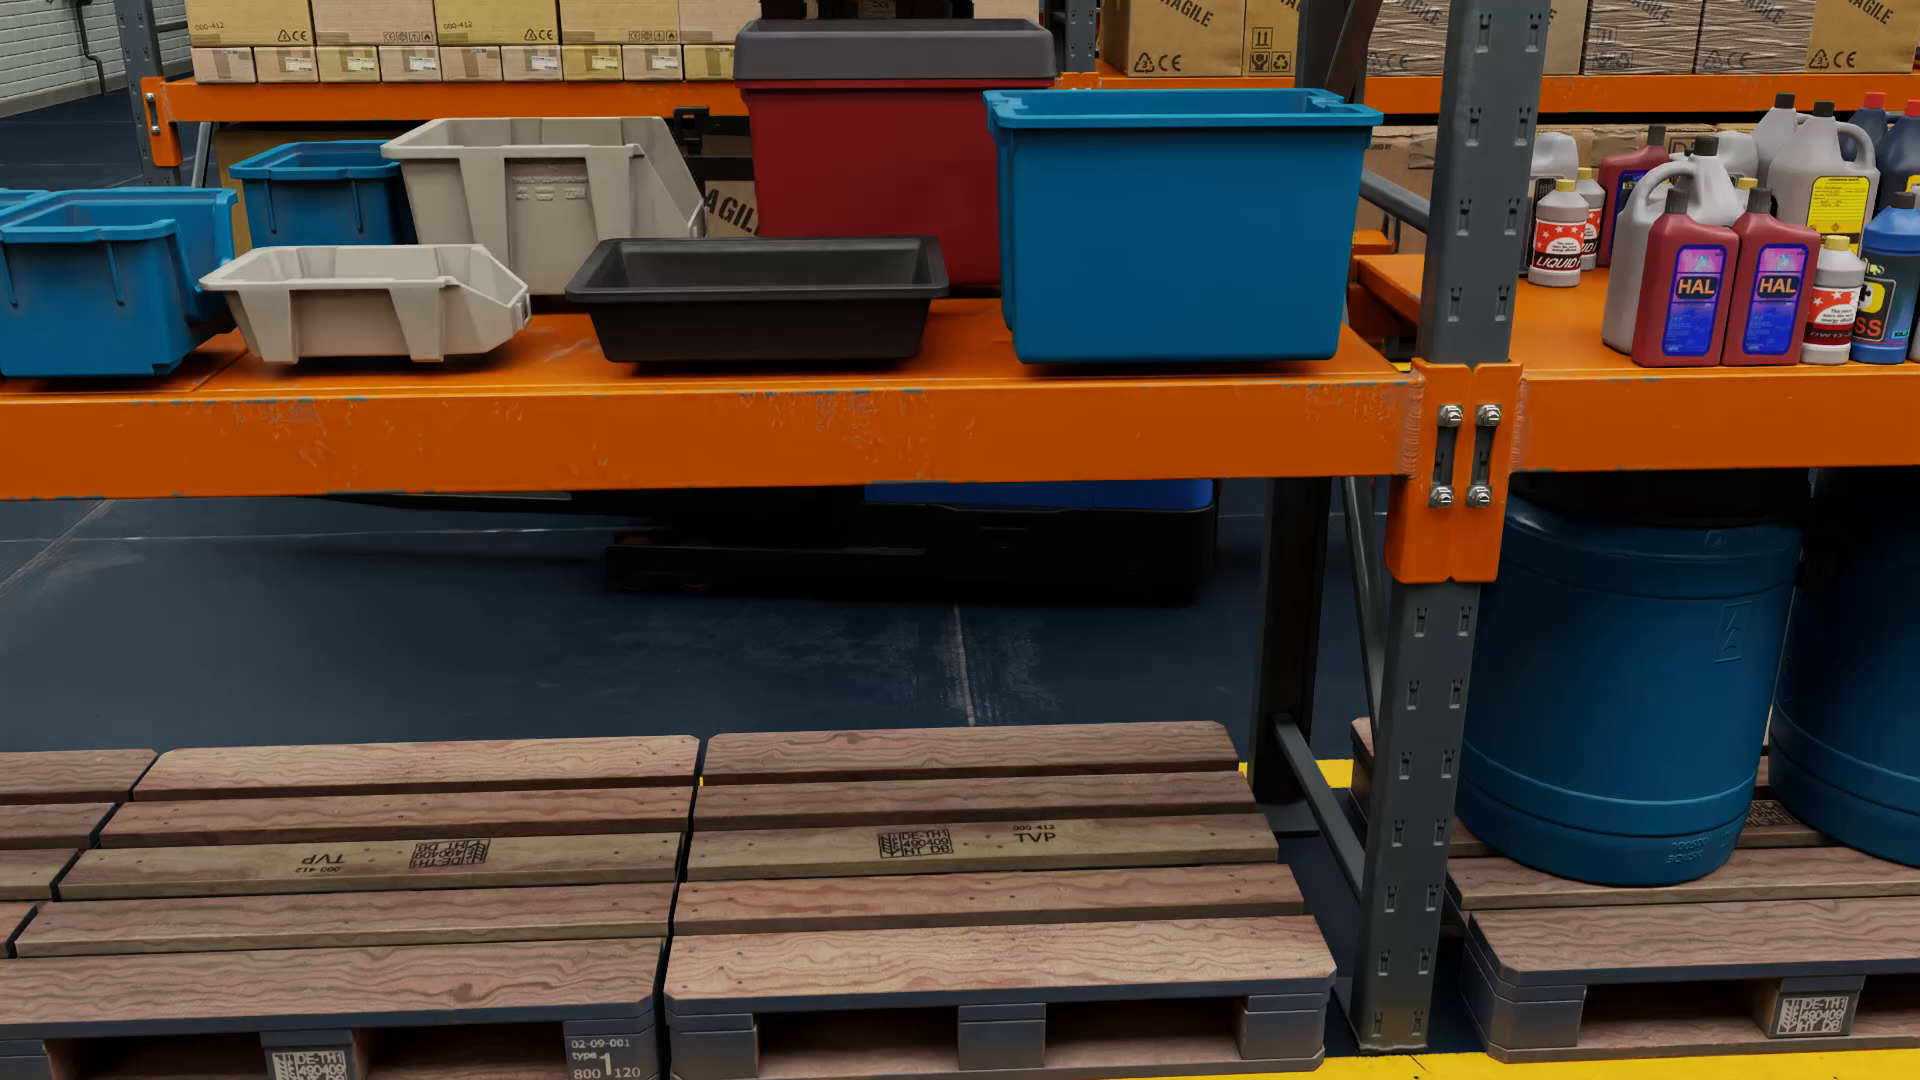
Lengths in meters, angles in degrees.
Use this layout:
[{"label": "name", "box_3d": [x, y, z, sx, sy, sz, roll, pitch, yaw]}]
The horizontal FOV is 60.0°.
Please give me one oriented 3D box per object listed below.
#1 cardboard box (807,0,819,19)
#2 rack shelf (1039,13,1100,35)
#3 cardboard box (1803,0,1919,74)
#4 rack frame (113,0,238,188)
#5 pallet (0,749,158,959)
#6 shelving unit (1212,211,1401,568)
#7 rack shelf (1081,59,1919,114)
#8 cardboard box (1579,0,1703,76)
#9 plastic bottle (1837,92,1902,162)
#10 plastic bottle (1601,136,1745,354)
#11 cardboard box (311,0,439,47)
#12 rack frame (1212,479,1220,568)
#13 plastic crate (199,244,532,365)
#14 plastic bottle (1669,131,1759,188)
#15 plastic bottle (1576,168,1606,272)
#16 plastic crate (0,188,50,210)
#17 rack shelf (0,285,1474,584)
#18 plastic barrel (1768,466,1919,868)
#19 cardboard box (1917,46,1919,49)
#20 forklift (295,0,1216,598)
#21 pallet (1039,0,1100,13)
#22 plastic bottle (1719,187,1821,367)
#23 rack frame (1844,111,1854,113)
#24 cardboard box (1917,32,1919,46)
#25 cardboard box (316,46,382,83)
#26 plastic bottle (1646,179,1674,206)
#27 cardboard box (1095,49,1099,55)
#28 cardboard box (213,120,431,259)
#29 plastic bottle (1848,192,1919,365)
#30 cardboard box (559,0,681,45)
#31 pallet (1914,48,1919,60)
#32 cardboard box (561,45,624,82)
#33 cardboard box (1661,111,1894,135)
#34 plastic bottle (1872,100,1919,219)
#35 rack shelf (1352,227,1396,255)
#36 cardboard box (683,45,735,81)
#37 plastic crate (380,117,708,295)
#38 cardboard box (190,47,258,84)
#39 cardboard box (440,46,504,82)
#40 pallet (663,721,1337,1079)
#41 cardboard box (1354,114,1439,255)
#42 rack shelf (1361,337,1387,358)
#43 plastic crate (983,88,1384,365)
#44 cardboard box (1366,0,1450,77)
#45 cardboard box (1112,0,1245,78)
[{"label": "cardboard box", "box_3d": [-0.445, -2.335, 7.331, 0.500, 0.250, 0.500, -1, 21, -1]}, {"label": "rack shelf", "box_3d": [2.312, -3.848, 12.523, 4.000, 0.370, 1.077, -1, 21, -3]}, {"label": "cardboard box", "box_3d": [4.013, -2.410, 7.593, 0.500, 0.500, 0.500, -1, 21, -1]}, {"label": "rack frame", "box_3d": [-3.496, -2.298, 7.442, 0.127, 3.000, 1.000, -1, 21, -3]}, {"label": "pallet", "box_3d": [-2.387, 0.761, 3.325, 1.213, 0.211, 1.003, -1, 21, -3]}, {"label": "shelving unit", "box_3d": [1.072, -0.505, 5.261, 0.503, 1.200, 0.258, 2, 21, 5]}, {"label": "rack shelf", "box_3d": [2.494, -2.084, 7.890, 4.000, 0.370, 1.077, -1, 21, -3]}, {"label": "cardboard box", "box_3d": [2.996, -2.390, 7.542, 0.500, 0.500, 0.500, -2, 21, -5]}, {"label": "plastic bottle", "box_3d": [1.864, -0.736, 3.407, 0.185, 0.351, 0.144, -1, 21, -3]}, {"label": "plastic bottle", "box_3d": [1.191, -0.490, 2.761, 0.185, 0.351, 0.144, -1, 21, -3]}, {"label": "cardboard box", "box_3d": [-2.483, -2.294, 7.223, 0.500, 0.250, 0.500, -1, 21, -4]}, {"label": "rack frame", "box_3d": [0.829, -0.513, 5.282, 0.015, 1.200, 0.240, 2, 21, 5]}, {"label": "plastic crate", "box_3d": [-0.941, -0.383, 2.697, 0.466, 0.136, 0.293, -1, 21, -3]}, {"label": "plastic bottle", "box_3d": [1.520, -0.692, 3.398, 0.135, 0.276, 0.152, -1, 21, -3]}, {"label": "plastic bottle", "box_3d": [1.270, -0.662, 3.424, 0.097, 0.201, 0.097, 0, 21, 0]}, {"label": "plastic crate", "box_3d": [-1.633, -0.404, 2.616, 0.300, 0.233, 0.416, -1, 21, -3]}, {"label": "rack shelf", "box_3d": [-1.216, -0.243, 3.055, 4.000, 0.370, 1.077, -1, 21, -3]}, {"label": "plastic barrel", "box_3d": [2.032, 0.145, 3.384, 0.708, 0.901, 0.600, -1, 21, -3]}, {"label": "cardboard box", "box_3d": [7.688, -3.406, 12.924, 0.750, 0.750, 1.050, -1, 21, -3]}, {"label": "forklift", "box_3d": [-0.695, -1.392, 5.157, 3.031, 2.935, 1.130, 2, 21, 5]}, {"label": "pallet", "box_3d": [1.087, -4.018, 12.228, 1.213, 0.211, 1.003, -1, 21, -3]}, {"label": "plastic bottle", "box_3d": [1.304, -0.424, 2.683, 0.133, 0.283, 0.061, -1, 21, -3]}, {"label": "rack frame", "box_3d": [4.491, -2.461, 7.869, 0.127, 3.000, 1.000, -1, 21, -3]}, {"label": "cardboard box", "box_3d": [10.102, -5.277, 17.486, 0.500, 0.500, 0.500, -2, 21, -4]}, {"label": "cardboard box", "box_3d": [-2.611, -2.082, 7.227, 0.250, 0.149, 0.380, -2, 21, -4]}, {"label": "plastic bottle", "box_3d": [1.406, -0.643, 3.374, 0.097, 0.201, 0.097, 0, 21, 0]}, {"label": "cardboard box", "box_3d": [1.045, -3.627, 12.801, 0.500, 0.250, 0.500, -2, 21, -4]}, {"label": "cardboard box", "box_3d": [-2.861, -1.543, 7.854, 0.875, 0.875, 0.875, -1, 21, -3]}, {"label": "plastic bottle", "box_3d": [1.515, -0.429, 2.714, 0.097, 0.271, 0.097, 0, 21, 0]}, {"label": "cardboard box", "box_3d": [-1.460, -2.315, 7.279, 0.500, 0.250, 0.500, -2, 21, -4]}, {"label": "pallet", "box_3d": [5.197, -2.423, 8.040, 1.003, 0.211, 1.213, -1, 21, -3]}, {"label": "cardboard box", "box_3d": [-1.587, -2.103, 7.281, 0.250, 0.149, 0.380, -2, 21, -4]}, {"label": "cardboard box", "box_3d": [3.801, -1.657, 8.155, 0.875, 0.875, 1.225, -2, 21, -6]}, {"label": "plastic bottle", "box_3d": [1.872, -0.685, 3.273, 0.185, 0.351, 0.144, -1, 21, -3]}, {"label": "rack shelf", "box_3d": [1.072, -0.872, 5.122, 0.480, 0.148, 0.258, 2, 21, 5]}, {"label": "cardboard box", "box_3d": [-1.071, -2.113, 7.309, 0.250, 0.149, 0.380, -1, 21, -4]}, {"label": "plastic crate", "box_3d": [-0.755, -0.627, 3.135, 0.530, 0.282, 0.437, -1, 21, -3]}, {"label": "cardboard box", "box_3d": [-3.122, -2.071, 7.198, 0.250, 0.149, 0.380, -1, 21, -2]}, {"label": "cardboard box", "box_3d": [-2.097, -2.092, 7.254, 0.250, 0.149, 0.380, -2, 21, -4]}, {"label": "pallet", "box_3d": [0.049, 0.712, 3.455, 1.213, 0.211, 1.003, -1, 21, -3]}, {"label": "cardboard box", "box_3d": [2.028, -1.621, 8.060, 0.875, 0.875, 1.225, -2, 21, -5]}, {"label": "rack shelf", "box_3d": [1.072, -0.651, 5.206, 0.480, 0.148, 0.258, 2, 21, 5]}, {"label": "plastic crate", "box_3d": [0.334, -0.510, 2.683, 0.575, 0.384, 0.392, -1, 21, -3]}, {"label": "cardboard box", "box_3d": [1.973, -2.367, 7.483, 0.500, 0.500, 0.500, -2, 21, -4]}, {"label": "cardboard box", "box_3d": [0.971, -2.347, 7.429, 0.500, 0.500, 0.500, -1, 21, -3]}]
